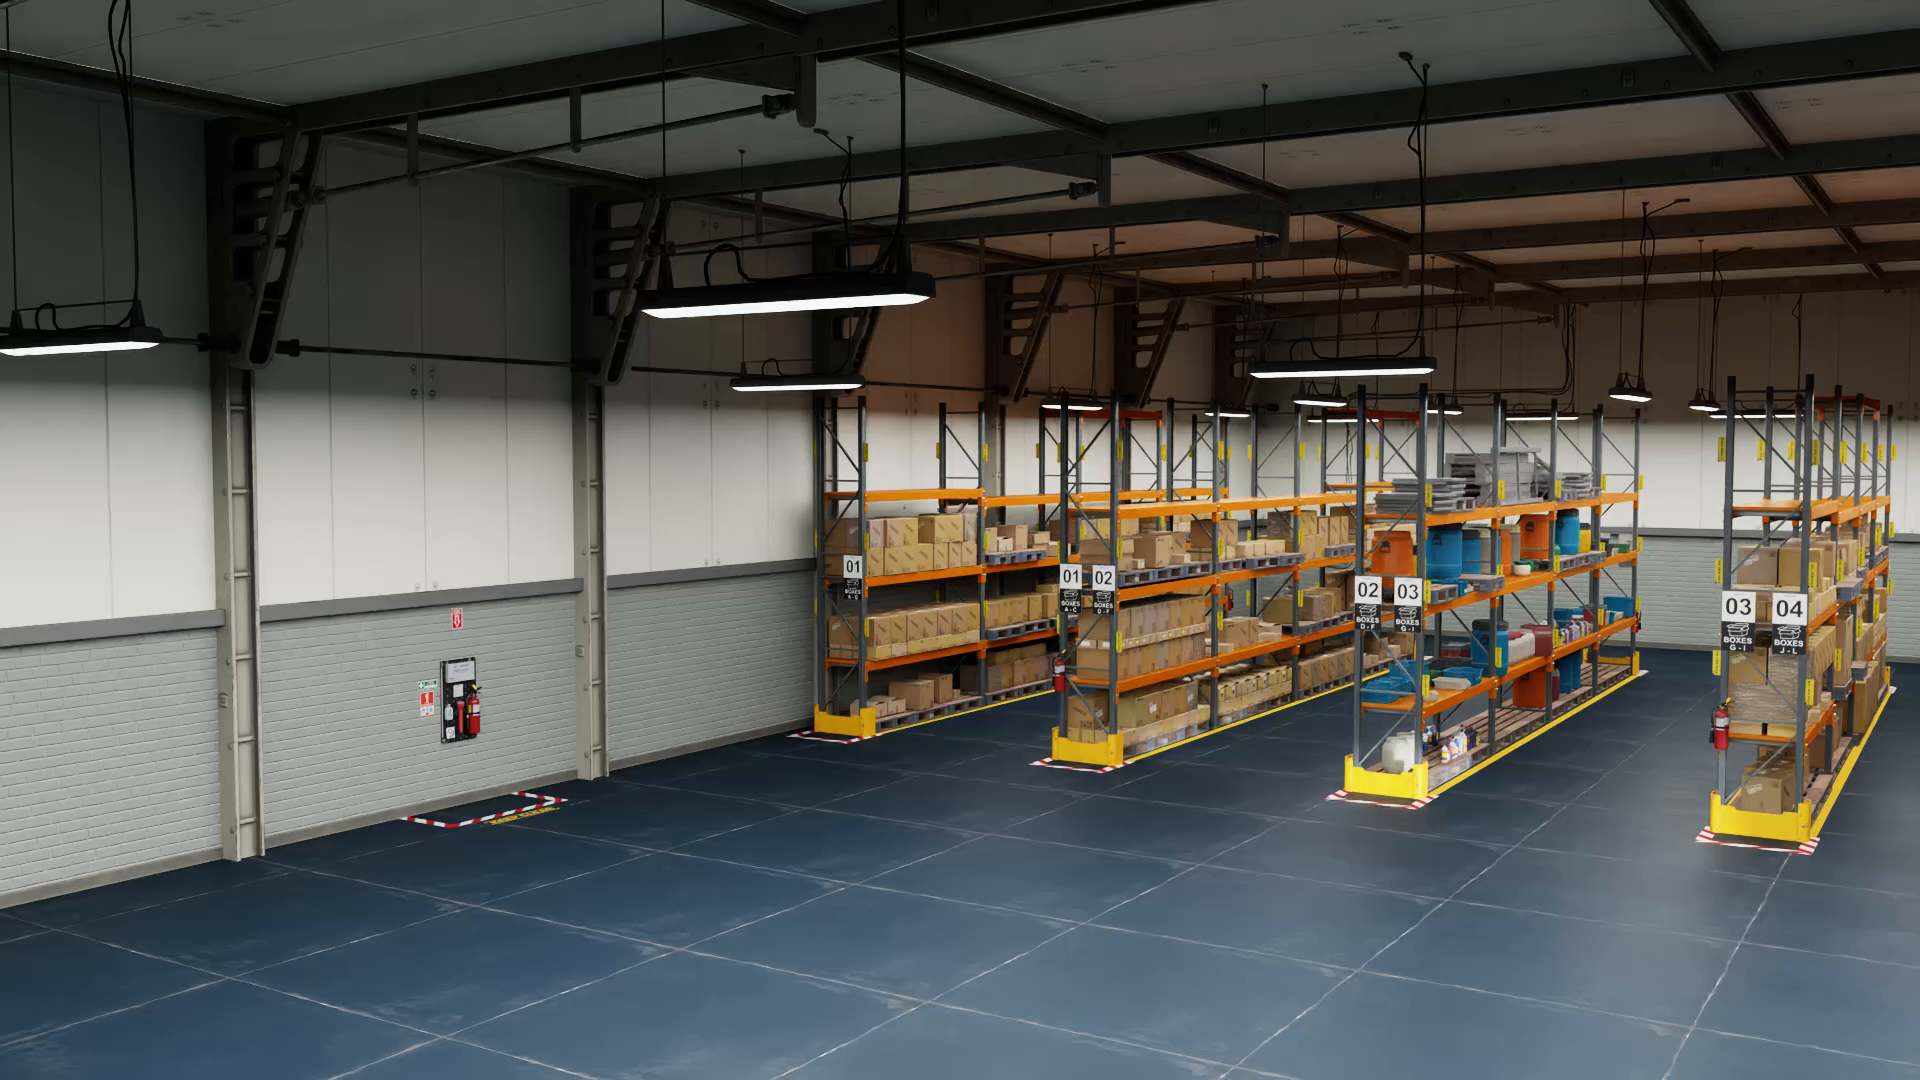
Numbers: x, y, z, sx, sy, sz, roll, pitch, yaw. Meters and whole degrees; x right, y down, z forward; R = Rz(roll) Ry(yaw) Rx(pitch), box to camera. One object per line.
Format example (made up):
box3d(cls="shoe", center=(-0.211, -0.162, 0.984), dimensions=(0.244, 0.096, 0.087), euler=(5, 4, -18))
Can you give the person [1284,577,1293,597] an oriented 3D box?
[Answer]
box3d(cls="person", center=(8.757, 1.823, 44.023), dimensions=(0.574, 1.715, 0.619), euler=(-2, 4, -36))
